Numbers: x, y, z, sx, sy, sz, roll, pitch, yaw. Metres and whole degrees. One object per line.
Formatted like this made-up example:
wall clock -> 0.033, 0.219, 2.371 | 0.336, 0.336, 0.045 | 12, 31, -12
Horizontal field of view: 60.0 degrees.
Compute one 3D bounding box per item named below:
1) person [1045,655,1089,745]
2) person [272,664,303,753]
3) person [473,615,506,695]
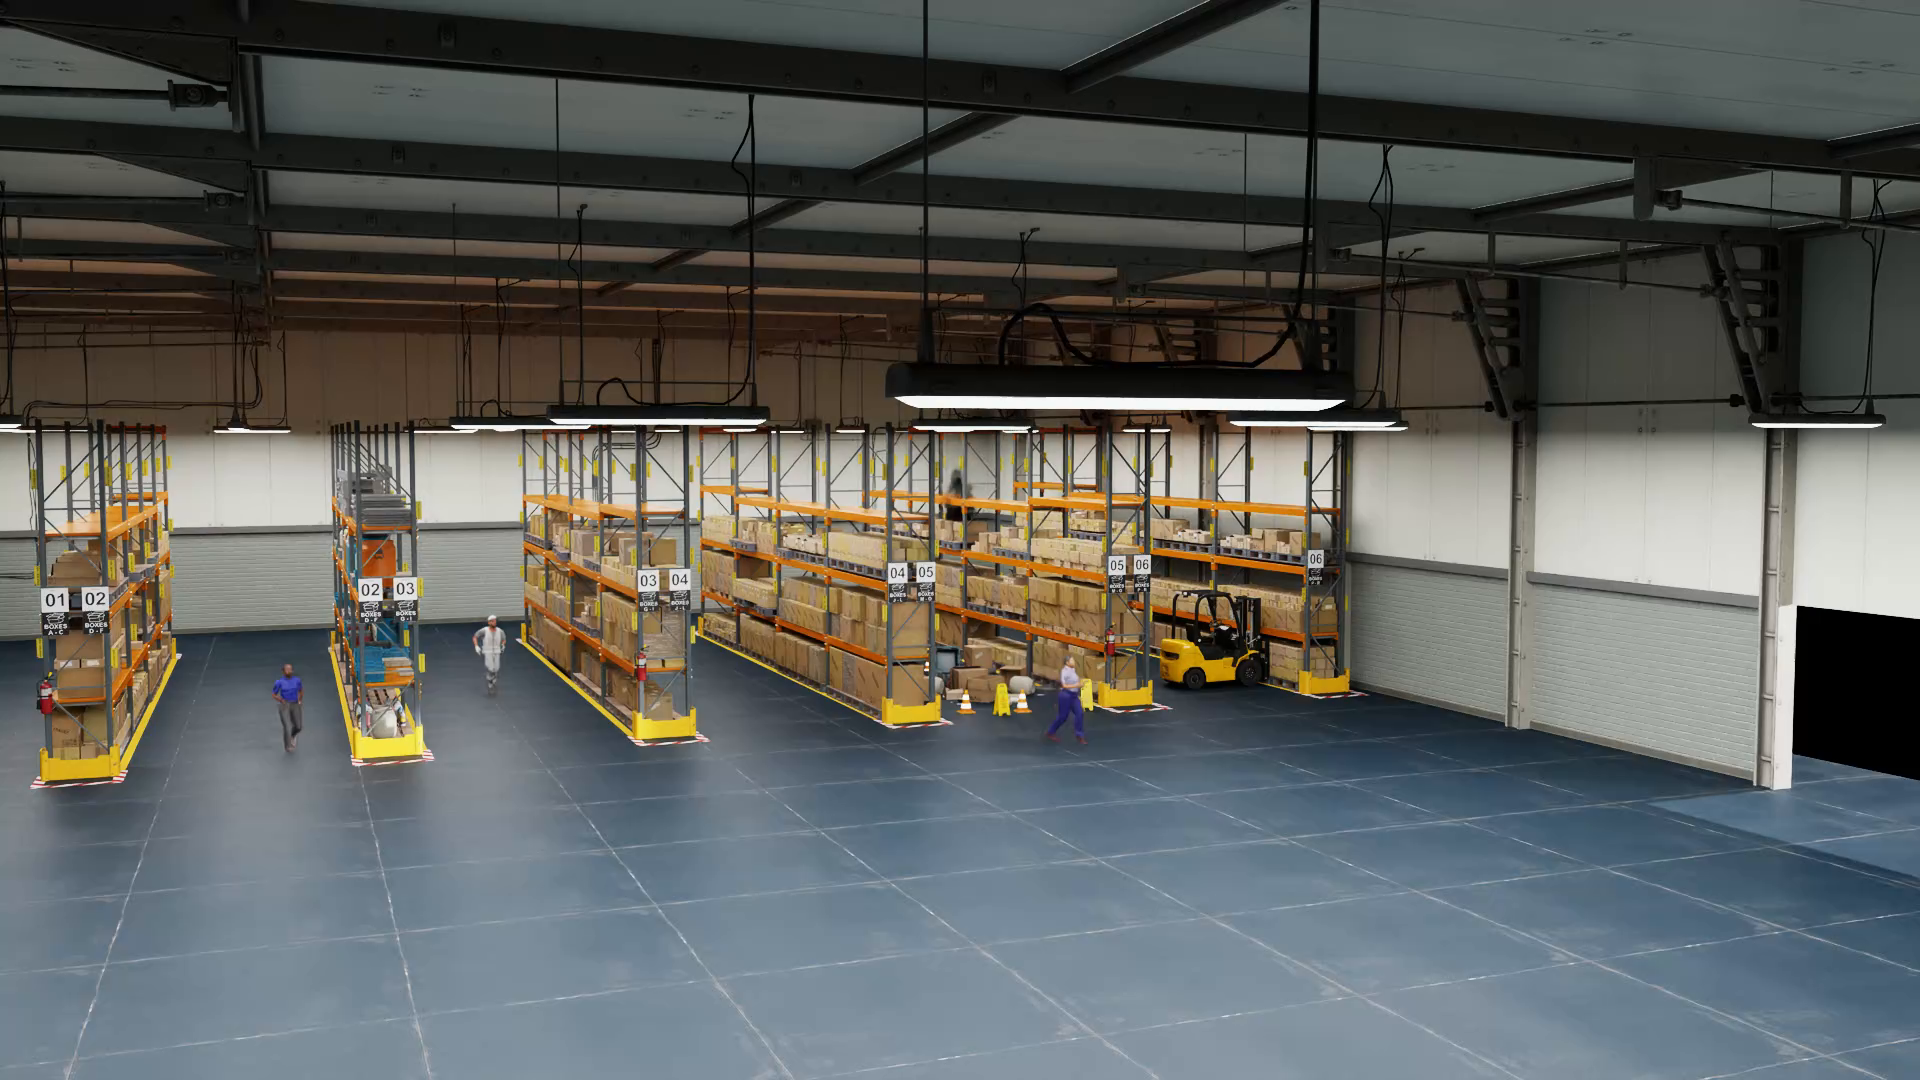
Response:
person -> 1.982, 2.975, 30.857 | 0.816, 1.704, 0.593 | 2, 4, 24
person -> -12.111, 3.038, 30.044 | 0.571, 1.607, 0.562 | -3, 4, -37
person -> -10.350, 2.538, 36.756 | 0.676, 1.762, 0.716 | -2, 4, -35
